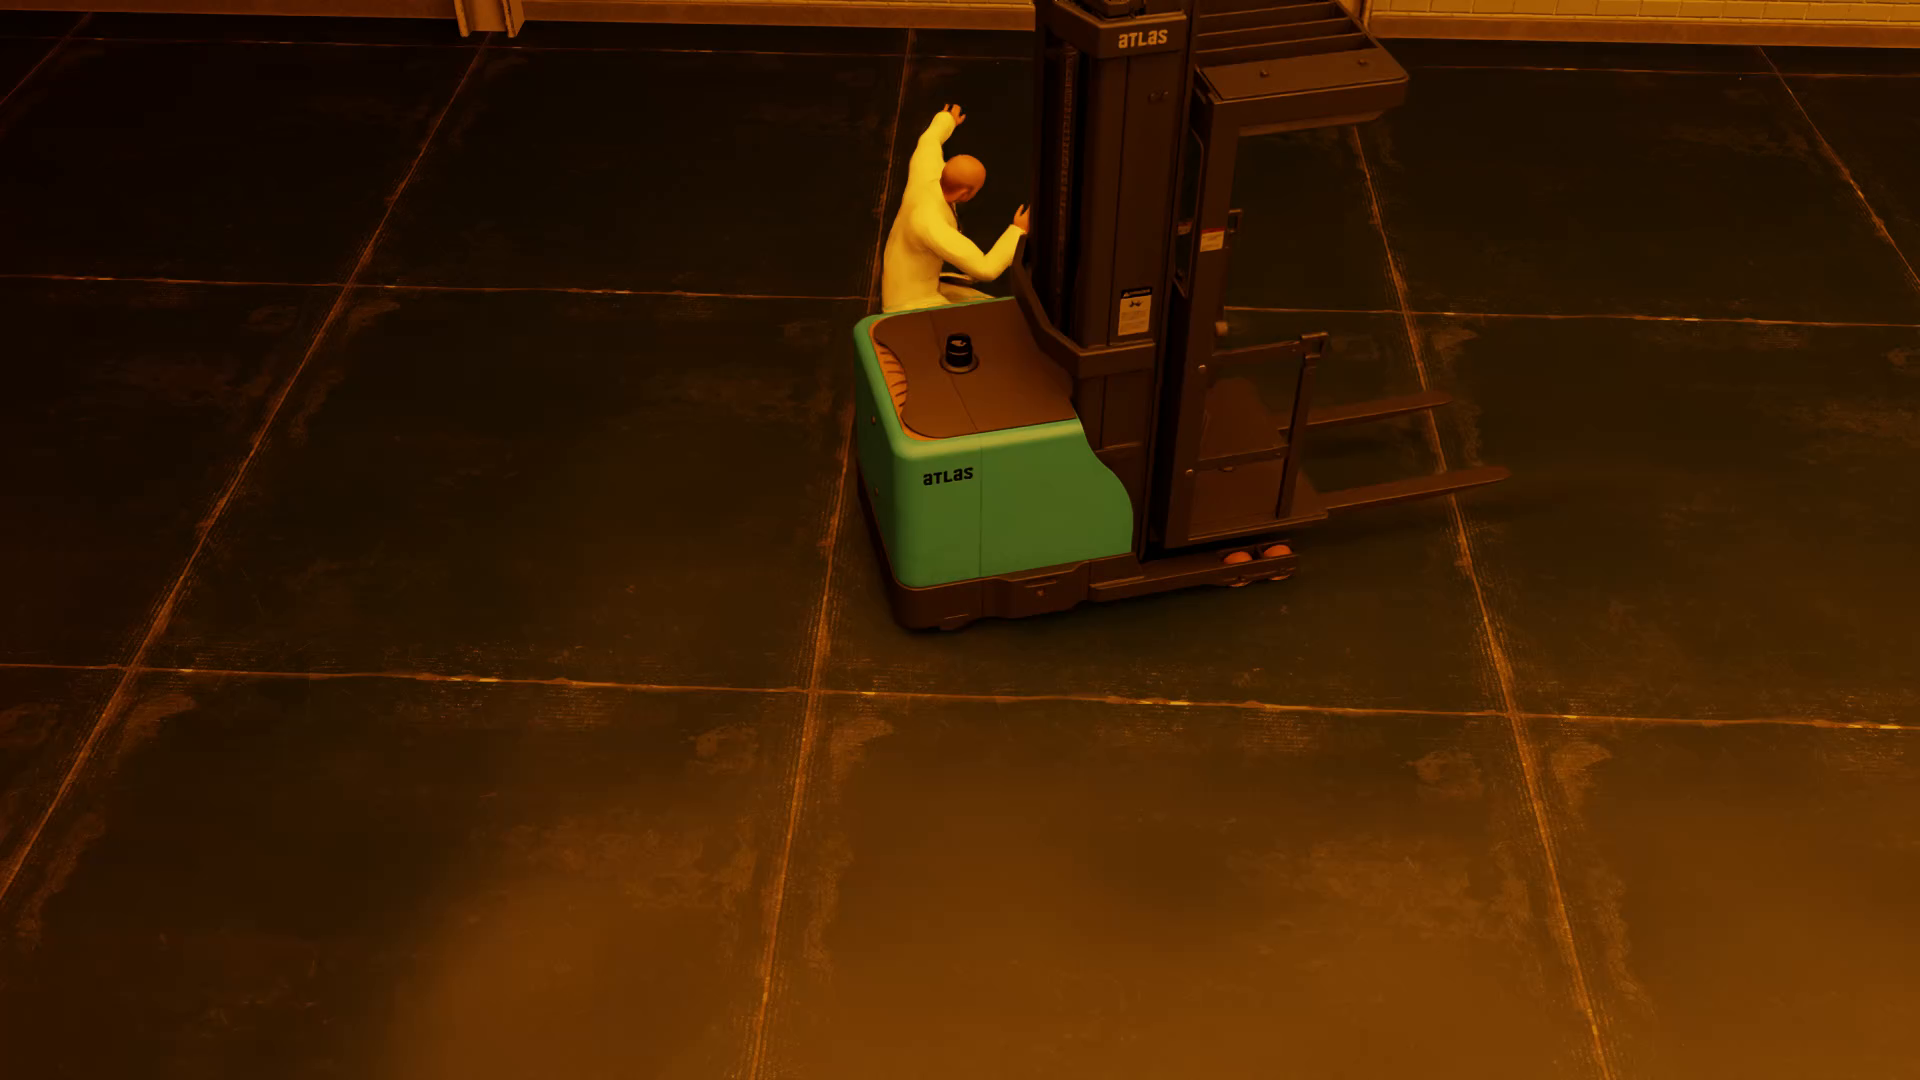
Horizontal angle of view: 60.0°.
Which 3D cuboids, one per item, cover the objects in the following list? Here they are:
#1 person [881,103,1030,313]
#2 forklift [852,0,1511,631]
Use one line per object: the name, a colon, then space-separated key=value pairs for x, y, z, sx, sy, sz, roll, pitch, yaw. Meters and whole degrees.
person: x=0.007 y=-1.306 z=8.287 sx=0.785 sy=1.460 sz=1.642 roll=0 pitch=42 yaw=0
forklift: x=1.081 y=-1.204 z=7.062 sx=3.031 sy=2.935 sz=1.130 roll=-9 pitch=43 yaw=-10
